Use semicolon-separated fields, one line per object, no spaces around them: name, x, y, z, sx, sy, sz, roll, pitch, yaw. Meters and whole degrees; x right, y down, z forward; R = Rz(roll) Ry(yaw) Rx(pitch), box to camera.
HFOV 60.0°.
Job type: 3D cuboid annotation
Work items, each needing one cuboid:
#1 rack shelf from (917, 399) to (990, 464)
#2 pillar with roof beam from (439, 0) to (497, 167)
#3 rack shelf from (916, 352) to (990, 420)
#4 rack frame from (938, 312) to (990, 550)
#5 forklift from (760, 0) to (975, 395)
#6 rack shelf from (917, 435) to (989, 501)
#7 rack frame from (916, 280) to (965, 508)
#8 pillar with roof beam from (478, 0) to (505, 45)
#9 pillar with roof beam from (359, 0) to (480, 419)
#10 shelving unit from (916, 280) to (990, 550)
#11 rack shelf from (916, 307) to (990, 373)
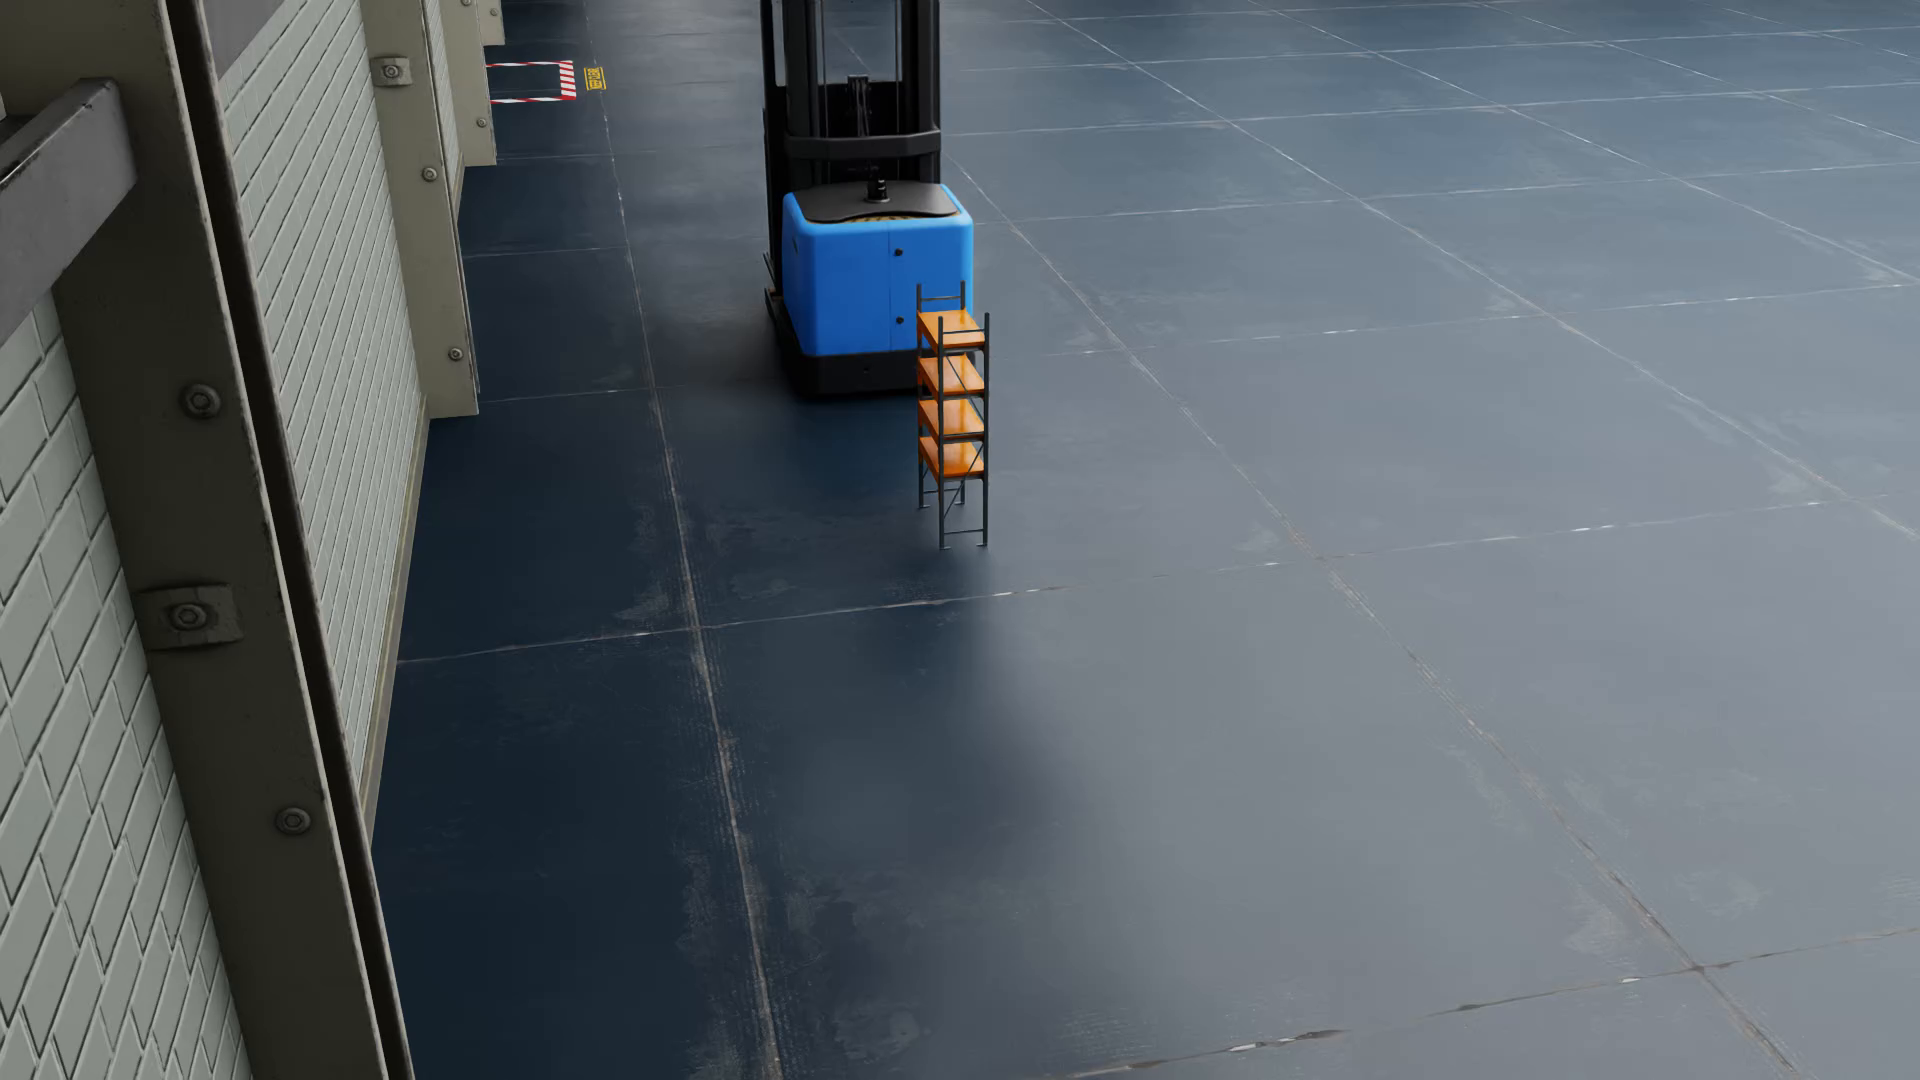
rack shelf;-0.037;-0.548;8.154;0.258;0.148;0.480;-6;27;-12
pillar with roof beam;-0.162;-7.891;13.897;9.100;9.000;0.400;-6;27;-12
rack shelf;-0.037;-0.748;8.053;0.258;0.148;0.480;-6;27;-12
rack frame;0.018;-0.501;7.911;0.240;1.200;0.015;-6;27;-12
forklift;-0.716;-2.805;10.554;1.130;2.935;3.031;-5;27;-11
rack shelf;-0.037;-0.371;8.243;0.258;0.148;0.480;-6;27;-12
rack frame;-0.092;-0.715;8.336;0.240;1.200;0.015;-6;27;-12
pillar with roof beam;-1.515;-10.525;19.115;9.100;9.000;0.400;-6;27;-12
pillar with roof beam;1.190;-5.257;8.678;9.100;9.000;0.400;-6;27;-12
shelving unit;-0.037;-0.608;8.124;0.258;1.200;0.503;-6;27;-12
rack shelf;-0.037;-0.959;7.947;0.258;0.148;0.480;-6;27;-12
